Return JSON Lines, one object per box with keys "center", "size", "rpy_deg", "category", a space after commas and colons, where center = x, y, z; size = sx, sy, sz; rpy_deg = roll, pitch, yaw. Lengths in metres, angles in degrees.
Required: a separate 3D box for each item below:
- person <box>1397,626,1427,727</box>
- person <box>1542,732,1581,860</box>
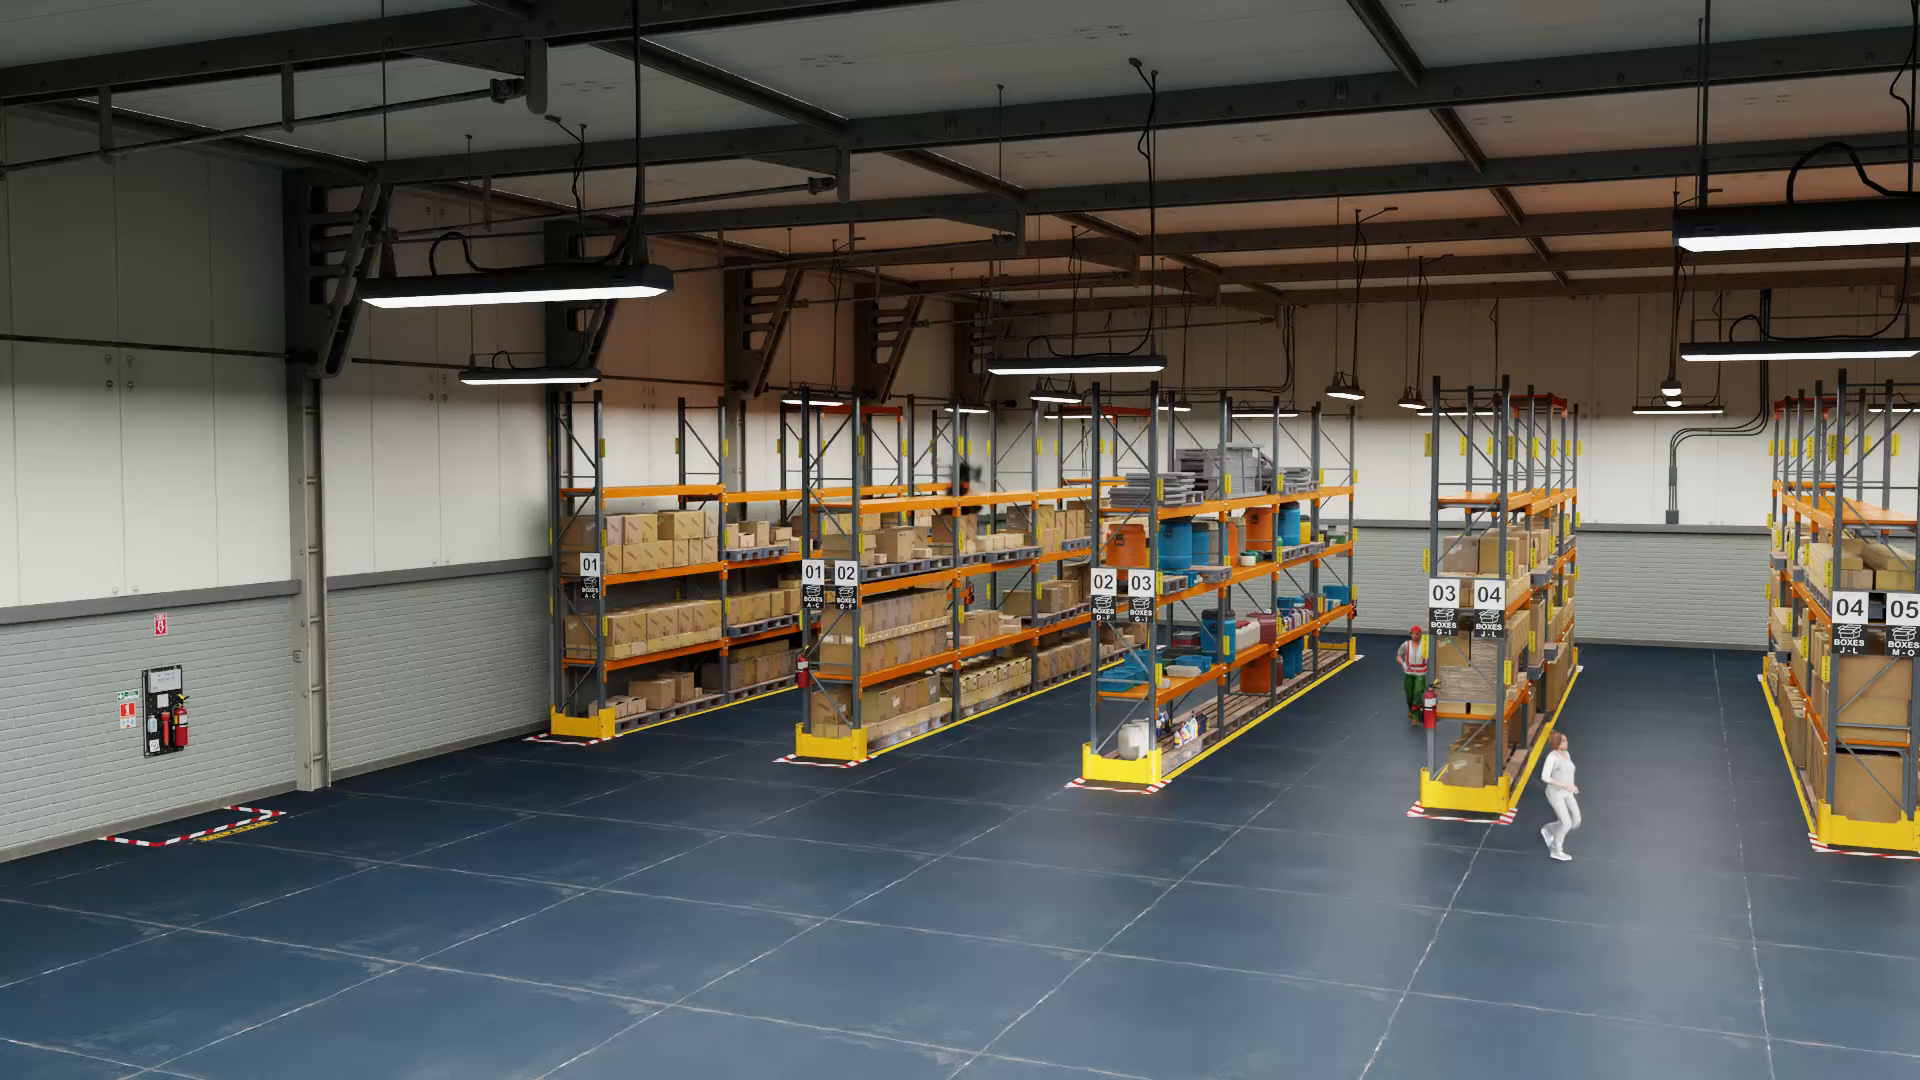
{"center": [8.272, 2.447, 30.172], "size": [0.686, 1.792, 0.839], "rpy_deg": [1, 3, 20], "category": "person"}
{"center": [7.291, 3.103, 20.214], "size": [0.532, 1.542, 0.559], "rpy_deg": [-2, 4, -38], "category": "person"}
